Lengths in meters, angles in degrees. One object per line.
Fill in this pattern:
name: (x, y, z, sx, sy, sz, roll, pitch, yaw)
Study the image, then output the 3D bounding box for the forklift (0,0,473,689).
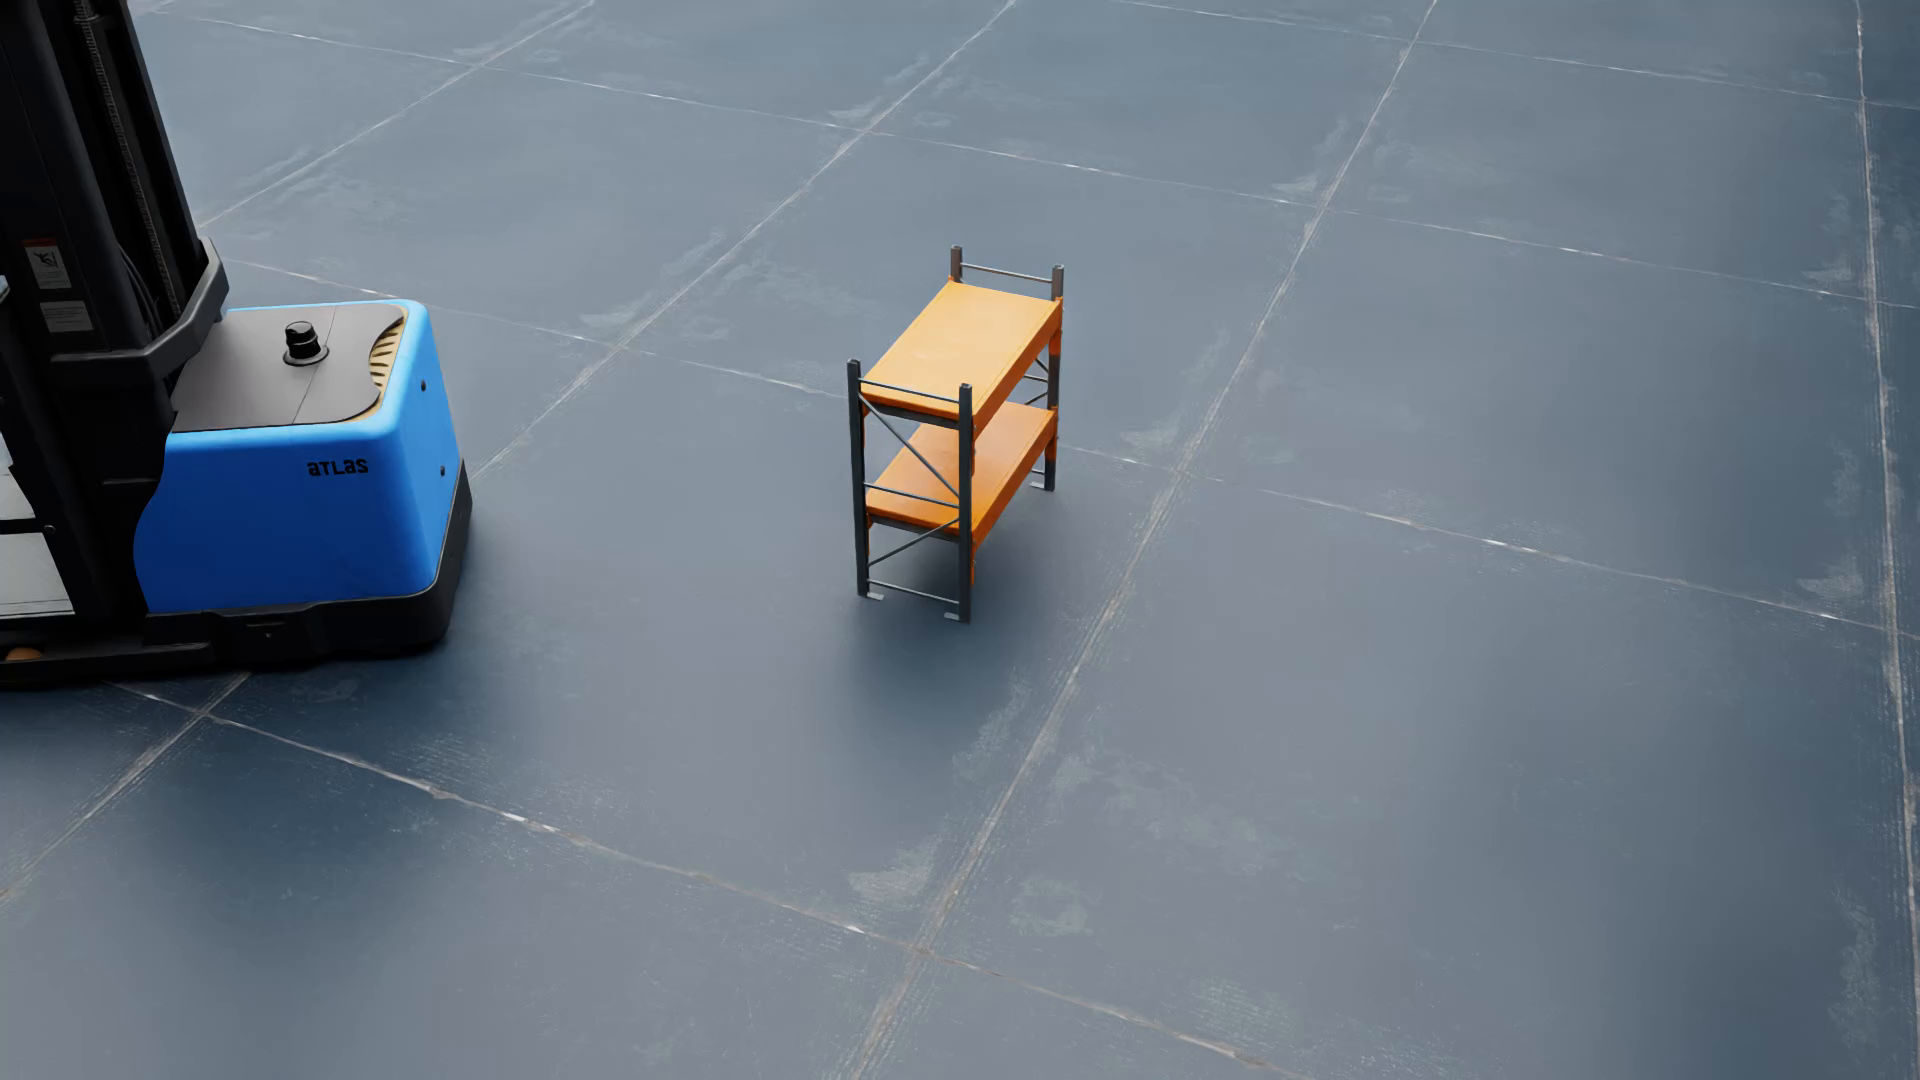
forklift: (-3.605, -0.915, 6.026, 3.031, 2.935, 1.130, -4, 37, -5)

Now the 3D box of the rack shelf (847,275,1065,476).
rack shelf: (0.003, -0.689, 6.743, 0.538, 0.278, 1.000, 14, 39, 18)

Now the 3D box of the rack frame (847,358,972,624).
rack frame: (-0.191, -0.173, 6.542, 0.500, 1.125, 0.032, 14, 39, 18)

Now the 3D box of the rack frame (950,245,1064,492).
rack frame: (0.196, -0.736, 7.295, 0.500, 1.125, 0.032, 14, 39, 18)

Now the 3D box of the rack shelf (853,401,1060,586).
rack shelf: (0.003, -0.258, 7.065, 0.538, 0.278, 1.000, 14, 39, 18)

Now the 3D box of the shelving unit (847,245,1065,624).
shelving unit: (0.003, -0.454, 6.918, 0.538, 1.125, 1.048, 14, 39, 18)
